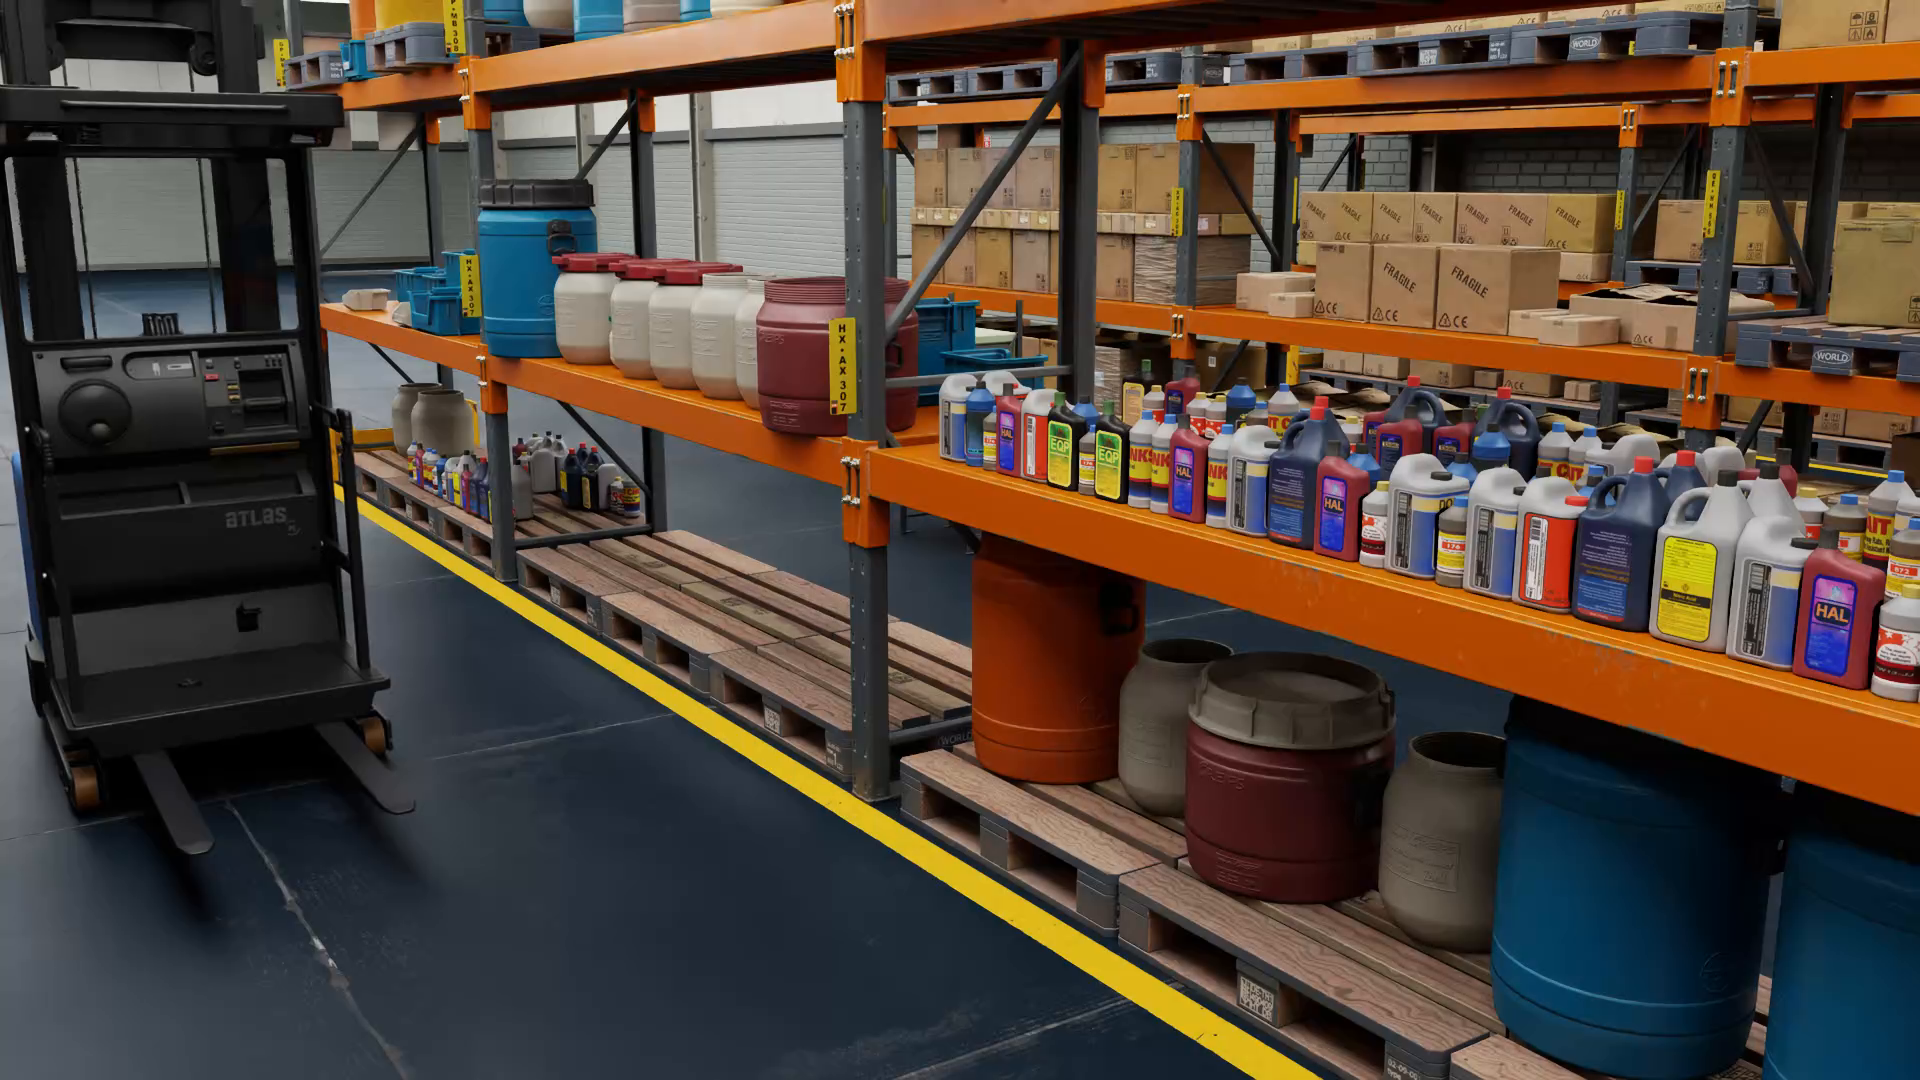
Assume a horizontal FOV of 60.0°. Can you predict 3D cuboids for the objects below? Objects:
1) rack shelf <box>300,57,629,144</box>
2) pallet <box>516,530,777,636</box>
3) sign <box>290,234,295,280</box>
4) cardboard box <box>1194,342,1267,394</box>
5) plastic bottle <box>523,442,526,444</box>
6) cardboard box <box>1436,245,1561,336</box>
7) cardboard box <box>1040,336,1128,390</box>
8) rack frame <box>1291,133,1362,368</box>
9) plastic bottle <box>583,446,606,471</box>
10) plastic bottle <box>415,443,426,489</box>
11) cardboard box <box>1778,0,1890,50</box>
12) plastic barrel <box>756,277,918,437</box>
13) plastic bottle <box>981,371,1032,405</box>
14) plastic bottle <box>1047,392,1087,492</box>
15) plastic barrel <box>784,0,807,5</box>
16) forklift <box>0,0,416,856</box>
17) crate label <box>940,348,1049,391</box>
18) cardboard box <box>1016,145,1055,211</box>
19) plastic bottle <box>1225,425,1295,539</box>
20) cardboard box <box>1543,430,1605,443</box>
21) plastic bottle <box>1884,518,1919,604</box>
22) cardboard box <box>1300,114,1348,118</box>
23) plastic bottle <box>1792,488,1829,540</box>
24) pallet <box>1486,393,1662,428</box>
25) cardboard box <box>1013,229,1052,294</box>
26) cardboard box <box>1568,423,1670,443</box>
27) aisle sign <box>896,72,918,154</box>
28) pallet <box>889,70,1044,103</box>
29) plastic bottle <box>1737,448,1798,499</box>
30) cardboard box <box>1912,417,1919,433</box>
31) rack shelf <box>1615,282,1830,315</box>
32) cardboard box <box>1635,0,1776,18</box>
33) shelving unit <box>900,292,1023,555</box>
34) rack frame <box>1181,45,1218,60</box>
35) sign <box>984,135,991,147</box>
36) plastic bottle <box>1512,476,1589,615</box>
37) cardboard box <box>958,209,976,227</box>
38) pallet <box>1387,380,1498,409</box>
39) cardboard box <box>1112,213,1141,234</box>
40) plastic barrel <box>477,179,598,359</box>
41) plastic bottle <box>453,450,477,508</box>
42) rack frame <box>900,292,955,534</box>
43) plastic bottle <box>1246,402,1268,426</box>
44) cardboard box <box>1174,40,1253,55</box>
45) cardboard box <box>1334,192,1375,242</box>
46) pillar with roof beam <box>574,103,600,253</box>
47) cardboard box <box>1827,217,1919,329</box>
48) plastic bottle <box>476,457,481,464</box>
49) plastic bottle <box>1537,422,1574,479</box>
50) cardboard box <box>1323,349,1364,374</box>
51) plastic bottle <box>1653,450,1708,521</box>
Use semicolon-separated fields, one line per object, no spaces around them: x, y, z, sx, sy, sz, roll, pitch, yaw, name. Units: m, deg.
-3.269;-2.759;10.621;1.077;0.370;4.000;-8;15;-33;rack shelf
-1.694;0.208;8.919;1.003;0.211;1.213;-8;15;-33;pallet
-4.838;-2.072;12.168;0.100;0.325;0.005;-8;15;-33;sign
1.968;-1.223;12.632;0.500;0.500;0.500;-8;15;-33;cardboard box
-2.995;-0.574;11.487;0.097;0.201;0.097;0;12;0;plastic bottle
3.238;-1.509;10.009;0.500;0.500;0.500;-9;15;-36;cardboard box
0.978;-1.339;13.162;0.500;0.500;0.500;-8;15;-33;cardboard box
3.870;-3.174;17.854;1.000;3.000;0.127;-8;15;-33;rack frame
-2.263;-0.403;10.356;0.144;0.351;0.185;-8;14;-31;plastic bottle
-3.522;-0.487;10.898;0.061;0.283;0.133;-8;15;-32;plastic bottle
4.451;-2.605;7.996;0.910;0.500;0.500;-8;15;-33;cardboard box
-0.454;-0.692;6.184;0.600;0.536;0.708;-8;15;-33;plastic barrel
0.153;-0.421;5.554;0.152;0.276;0.135;-8;15;-33;plastic bottle
0.318;-0.295;4.961;0.061;0.283;0.133;-8;15;-33;plastic bottle
-0.581;-2.542;6.936;0.600;0.830;0.708;-8;15;-33;plastic barrel
-2.863;-0.578;6.144;1.130;2.935;3.031;-8;15;-32;forklift
0.134;-0.616;6.549;0.303;0.233;0.416;-8;15;-33;crate label
0.879;-2.904;13.349;0.700;0.500;0.500;-8;15;-33;cardboard box
0.794;-0.156;4.344;0.152;0.276;0.135;-8;15;-33;plastic bottle
3.392;-0.456;9.564;0.500;0.311;0.500;-8;15;-34;cardboard box
2.036;0.056;3.551;0.097;0.201;0.097;0;12;0;plastic bottle
3.847;-4.609;17.113;0.500;0.500;0.500;-8;14;-31;cardboard box
1.980;-0.021;3.901;0.097;0.201;0.097;0;12;0;plastic bottle
5.685;-1.215;15.426;1.003;0.211;1.213;-8;15;-33;pallet
0.857;-2.276;13.515;0.700;0.500;0.500;-8;14;-31;cardboard box
3.837;-0.520;9.860;0.500;0.311;0.500;-9;15;-34;cardboard box
-0.543;-3.832;14.779;0.394;0.787;0.004;-8;15;-33;aisle sign
0.119;-3.880;14.270;1.003;0.211;1.213;-8;15;-33;pallet
1.931;-0.084;3.996;0.061;0.283;0.133;-8;15;-33;plastic bottle
7.672;-0.972;12.607;0.700;0.500;0.500;-8;15;-33;cardboard box
7.195;-1.755;13.051;1.077;0.370;4.000;-8;15;-33;rack shelf
3.883;-2.835;8.653;0.500;0.250;0.500;-9;15;-37;cardboard box
-0.004;-0.734;10.207;0.431;1.500;0.755;-8;15;-33;shelving unit
1.965;-4.806;11.276;1.000;3.000;0.127;-8;15;-33;rack frame
0.395;-5.809;24.476;0.001;0.298;0.199;-8;15;-33;sign
1.302;0.007;3.598;0.152;0.276;0.135;-8;15;-33;plastic bottle
0.210;-2.721;14.031;0.380;0.149;0.250;-8;15;-34;cardboard box
5.005;-1.433;16.419;1.003;0.211;1.213;-8;15;-33;pallet
1.353;-2.355;12.356;0.380;0.149;0.250;-9;15;-34;cardboard box
-2.199;-1.430;8.707;0.600;0.901;0.708;-8;15;-33;plastic barrel
-3.043;-0.383;10.261;0.144;0.351;0.185;-8;15;-33;plastic bottle
-0.207;-0.799;10.505;0.400;1.500;0.023;-8;15;-33;rack frame
0.973;-0.344;5.380;0.097;0.201;0.097;0;12;0;plastic bottle
1.905;-3.784;12.078;0.500;0.500;0.500;-7;14;-28;cardboard box
4.150;-3.267;16.829;0.500;0.500;0.500;-8;15;-33;cardboard box
-11.903;-9.841;34.300;9.100;9.000;0.400;-8;15;-33;pillar with roof beam
4.624;-1.319;8.157;0.500;0.500;0.700;9;15;36;cardboard box
-2.972;-0.366;10.345;0.061;0.283;0.133;-8;15;-33;plastic bottle
1.595;-0.179;4.459;0.097;0.271;0.097;0;12;0;plastic bottle
4.179;-1.942;17.483;0.500;0.311;0.500;-10;16;-39;cardboard box
1.507;-0.018;3.536;0.144;0.351;0.185;-8;15;-33;plastic bottle
